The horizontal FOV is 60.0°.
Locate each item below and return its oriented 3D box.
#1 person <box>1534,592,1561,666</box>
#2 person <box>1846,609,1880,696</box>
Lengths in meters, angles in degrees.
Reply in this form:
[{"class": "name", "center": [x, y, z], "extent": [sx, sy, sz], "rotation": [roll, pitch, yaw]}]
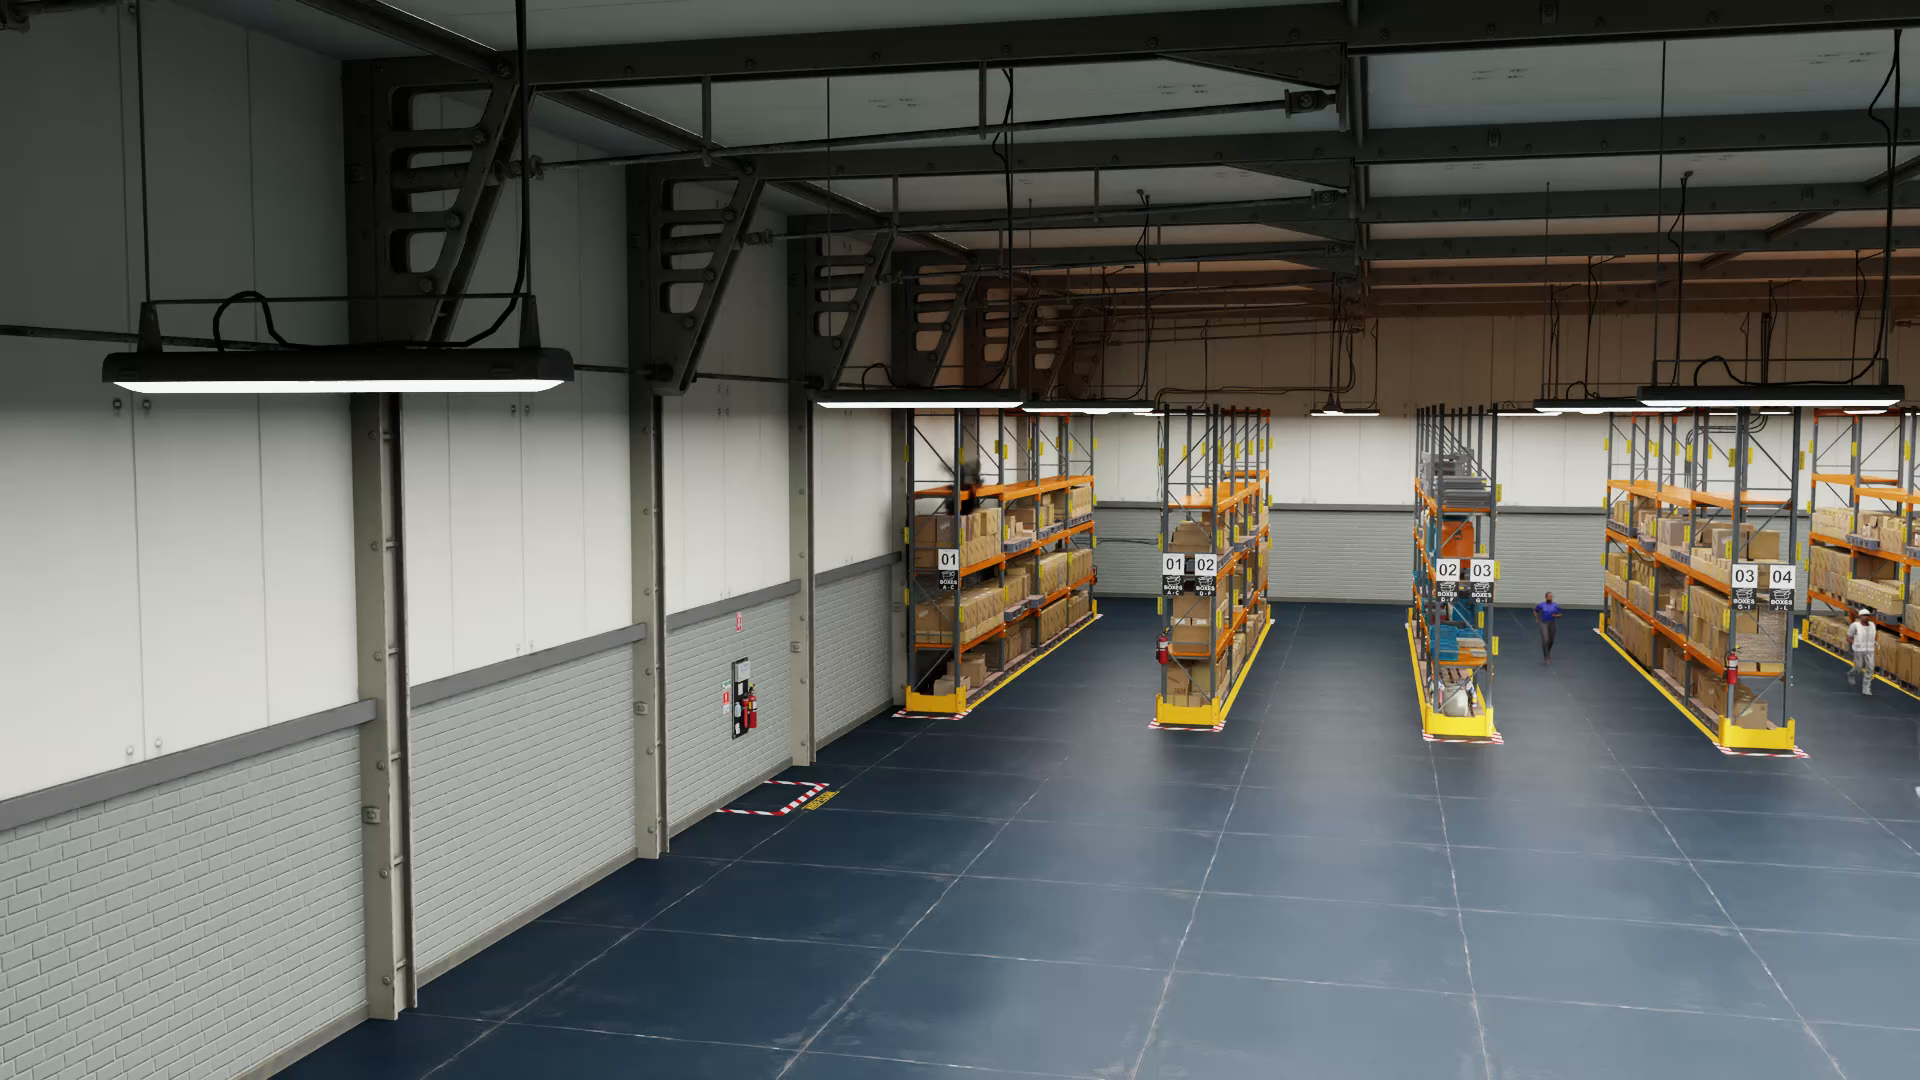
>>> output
[{"class": "person", "center": [13.750, 2.049, 38.889], "extent": [0.562, 1.682, 0.885], "rotation": [0, 4, 3]}, {"class": "person", "center": [18.834, 2.319, 34.672], "extent": [0.681, 1.766, 0.878], "rotation": [0, 4, 6]}]
